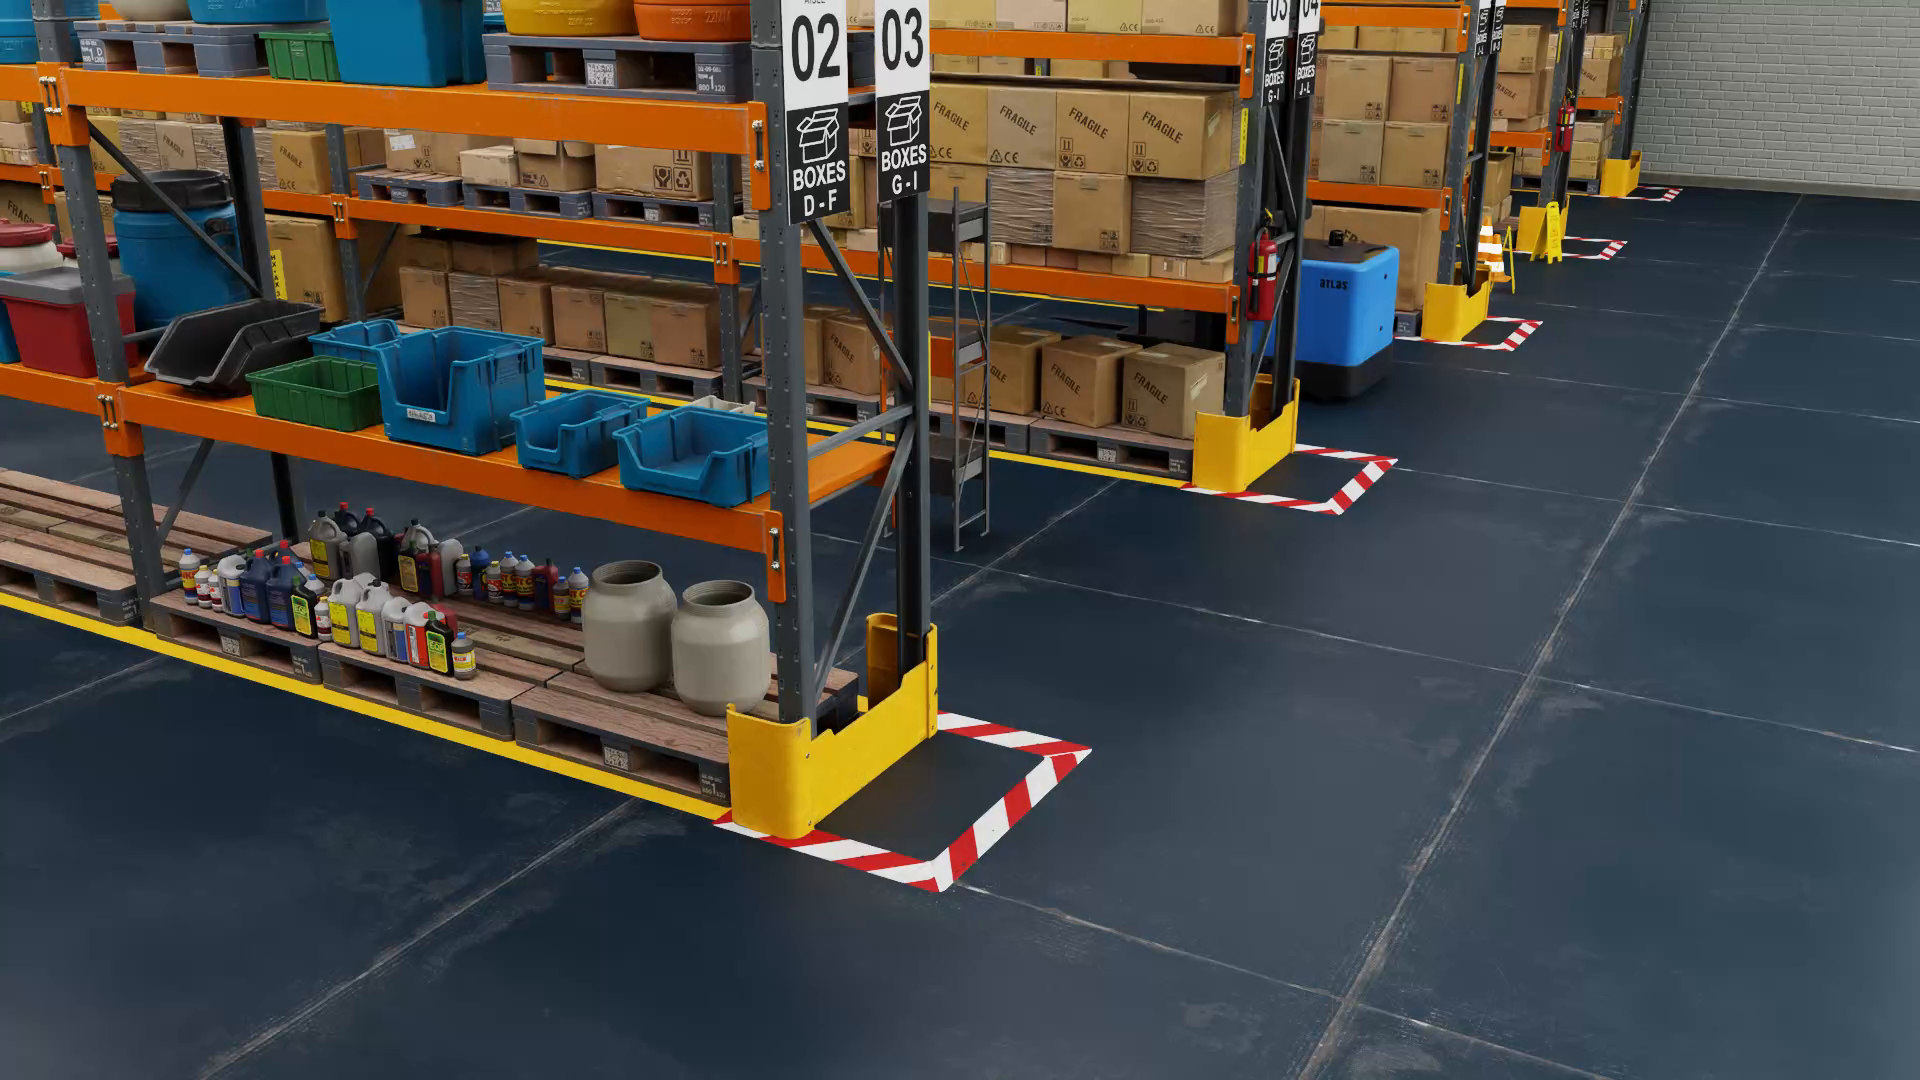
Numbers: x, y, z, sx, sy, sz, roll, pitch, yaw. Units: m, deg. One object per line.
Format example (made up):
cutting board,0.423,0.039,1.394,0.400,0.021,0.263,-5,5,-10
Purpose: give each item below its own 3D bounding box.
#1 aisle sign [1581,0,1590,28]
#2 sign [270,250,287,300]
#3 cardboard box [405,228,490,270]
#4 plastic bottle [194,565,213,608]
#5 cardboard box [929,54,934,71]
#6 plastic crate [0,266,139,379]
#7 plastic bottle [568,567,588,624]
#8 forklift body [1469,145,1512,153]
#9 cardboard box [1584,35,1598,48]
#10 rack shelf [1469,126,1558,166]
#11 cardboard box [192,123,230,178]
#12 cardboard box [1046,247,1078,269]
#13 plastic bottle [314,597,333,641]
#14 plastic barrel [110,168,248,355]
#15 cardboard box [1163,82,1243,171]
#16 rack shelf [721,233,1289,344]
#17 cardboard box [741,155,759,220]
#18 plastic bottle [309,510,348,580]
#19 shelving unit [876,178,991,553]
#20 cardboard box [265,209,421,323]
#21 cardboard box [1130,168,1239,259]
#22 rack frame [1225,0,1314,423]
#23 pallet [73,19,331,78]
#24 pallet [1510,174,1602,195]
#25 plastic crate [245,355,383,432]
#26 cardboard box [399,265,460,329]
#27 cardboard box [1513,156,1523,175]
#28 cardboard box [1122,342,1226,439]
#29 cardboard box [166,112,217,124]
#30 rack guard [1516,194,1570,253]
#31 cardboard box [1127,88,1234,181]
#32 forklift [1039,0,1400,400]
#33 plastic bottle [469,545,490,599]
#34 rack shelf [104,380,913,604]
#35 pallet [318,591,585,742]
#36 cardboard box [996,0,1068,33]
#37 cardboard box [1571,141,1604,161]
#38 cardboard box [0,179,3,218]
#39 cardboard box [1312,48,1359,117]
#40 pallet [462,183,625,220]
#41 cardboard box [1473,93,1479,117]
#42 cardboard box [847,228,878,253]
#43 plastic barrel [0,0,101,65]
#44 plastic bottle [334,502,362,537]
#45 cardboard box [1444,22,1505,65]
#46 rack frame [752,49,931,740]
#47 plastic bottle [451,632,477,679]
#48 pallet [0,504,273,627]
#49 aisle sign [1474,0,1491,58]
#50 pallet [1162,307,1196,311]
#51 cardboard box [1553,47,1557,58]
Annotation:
aisle sign,7.030,-6.147,18.599,0.004,0.787,0.394,11,23,27
sign,-3.638,-1.375,8.851,0.005,0.325,0.100,11,23,27
cardboard box,-4.393,-2.505,14.292,0.500,0.250,0.500,12,23,29
plastic bottle,-3.763,0.226,8.302,0.097,0.201,0.097,0,20,0
cardboard box,-0.321,-4.784,17.043,0.500,0.500,0.700,11,23,28
plastic crate,-4.488,-1.103,8.412,0.583,0.464,0.402,11,23,27
plastic bottle,-1.855,0.264,8.096,0.097,0.271,0.097,0,20,0
forklift body,6.697,-5.694,22.409,1.214,2.155,2.313,11,23,27
cardboard box,8.596,-6.841,22.792,0.250,0.149,0.380,11,23,27
rack shelf,5.079,-4.837,19.856,4.000,0.370,1.077,11,23,27
cardboard box,-6.431,-3.448,14.826,0.500,0.500,0.500,10,22,26
cardboard box,0.772,-1.928,11.151,0.250,0.149,0.380,11,23,27
plastic bottle,-3.013,0.369,7.908,0.097,0.201,0.097,0,20,0
plastic barrel,-4.105,-1.473,8.792,0.708,0.901,0.600,11,23,27
cardboard box,1.645,-2.722,10.921,0.500,0.500,0.500,11,23,27
rack shelf,0.246,-1.887,11.723,4.000,0.370,1.077,11,23,27
cardboard box,-1.138,-2.651,12.192,0.500,0.500,0.875,11,23,27
plastic bottle,-3.283,0.020,8.652,0.185,0.351,0.144,11,23,27
shelving unit,-0.144,-1.015,9.583,0.503,2.100,0.431,11,23,27
cardboard box,-5.585,-2.542,14.975,0.875,0.875,1.225,10,22,25
cardboard box,1.525,-2.179,10.890,0.500,0.500,0.875,11,23,27
rack frame,1.992,-1.892,10.683,0.127,3.000,1.000,11,23,27
pallet,-3.238,-2.314,7.722,1.003,0.211,1.213,11,23,27
pallet,8.554,-5.125,23.683,1.213,0.211,1.003,11,23,27
plastic crate,-2.868,-0.674,7.634,0.662,0.188,0.450,11,23,27
cardboard box,-4.398,-2.149,14.411,0.500,0.500,0.700,10,22,24
cardboard box,7.816,-5.381,23.718,0.500,0.250,0.500,11,23,28
cardboard box,1.455,-1.024,11.338,0.500,0.500,0.500,16,25,37
cardboard box,-6.779,-4.087,15.114,0.637,0.503,0.797,12,23,29
rack guard,6.758,-3.680,19.277,0.348,0.500,1.175,11,23,27
cardboard box,1.391,-2.567,10.494,0.500,0.500,0.500,11,23,27
forklift,1.943,-2.796,13.274,3.031,2.935,1.130,11,23,28
plastic bottle,-2.418,0.156,8.391,0.097,0.271,0.097,0,20,0
rack shelf,-2.170,-0.412,7.658,4.000,0.370,1.077,11,23,27
pallet,-2.281,0.554,8.027,1.213,0.211,1.003,11,23,27
cardboard box,0.566,-3.406,10.678,0.500,0.250,0.500,11,23,28
cardboard box,8.665,-5.449,23.170,0.500,0.250,0.500,10,22,27
cardboard box,-9.807,-3.370,17.256,0.875,0.875,0.875,11,23,27
cardboard box,3.246,-4.201,15.244,0.550,0.550,0.875,11,23,27
pallet,-3.244,-2.816,13.510,1.213,0.211,1.003,11,23,27
cardboard box,5.782,-5.122,19.005,0.500,0.500,0.500,11,23,27
cardboard box,-0.595,-2.143,11.742,0.250,0.149,0.380,11,23,27
plastic barrel,-4.466,-2.749,7.910,0.708,0.901,0.600,11,23,27
plastic bottle,-3.213,-0.023,8.770,0.185,0.351,0.144,10,22,26
cardboard box,5.834,-5.606,18.871,0.500,0.500,0.700,11,23,28
rack frame,-0.424,-0.418,6.618,0.127,3.000,1.000,11,23,27
plastic bottle,-2.241,0.516,7.503,0.097,0.201,0.097,0,20,0
pallet,-4.620,0.109,9.256,1.213,0.211,1.003,11,23,27
aisle sign,4.415,-4.473,13.986,0.004,0.787,0.394,11,23,27
pallet,2.702,-2.354,16.046,1.213,0.211,1.003,11,23,27
cardboard box,8.369,-6.742,22.955,0.250,0.149,0.380,11,23,28
